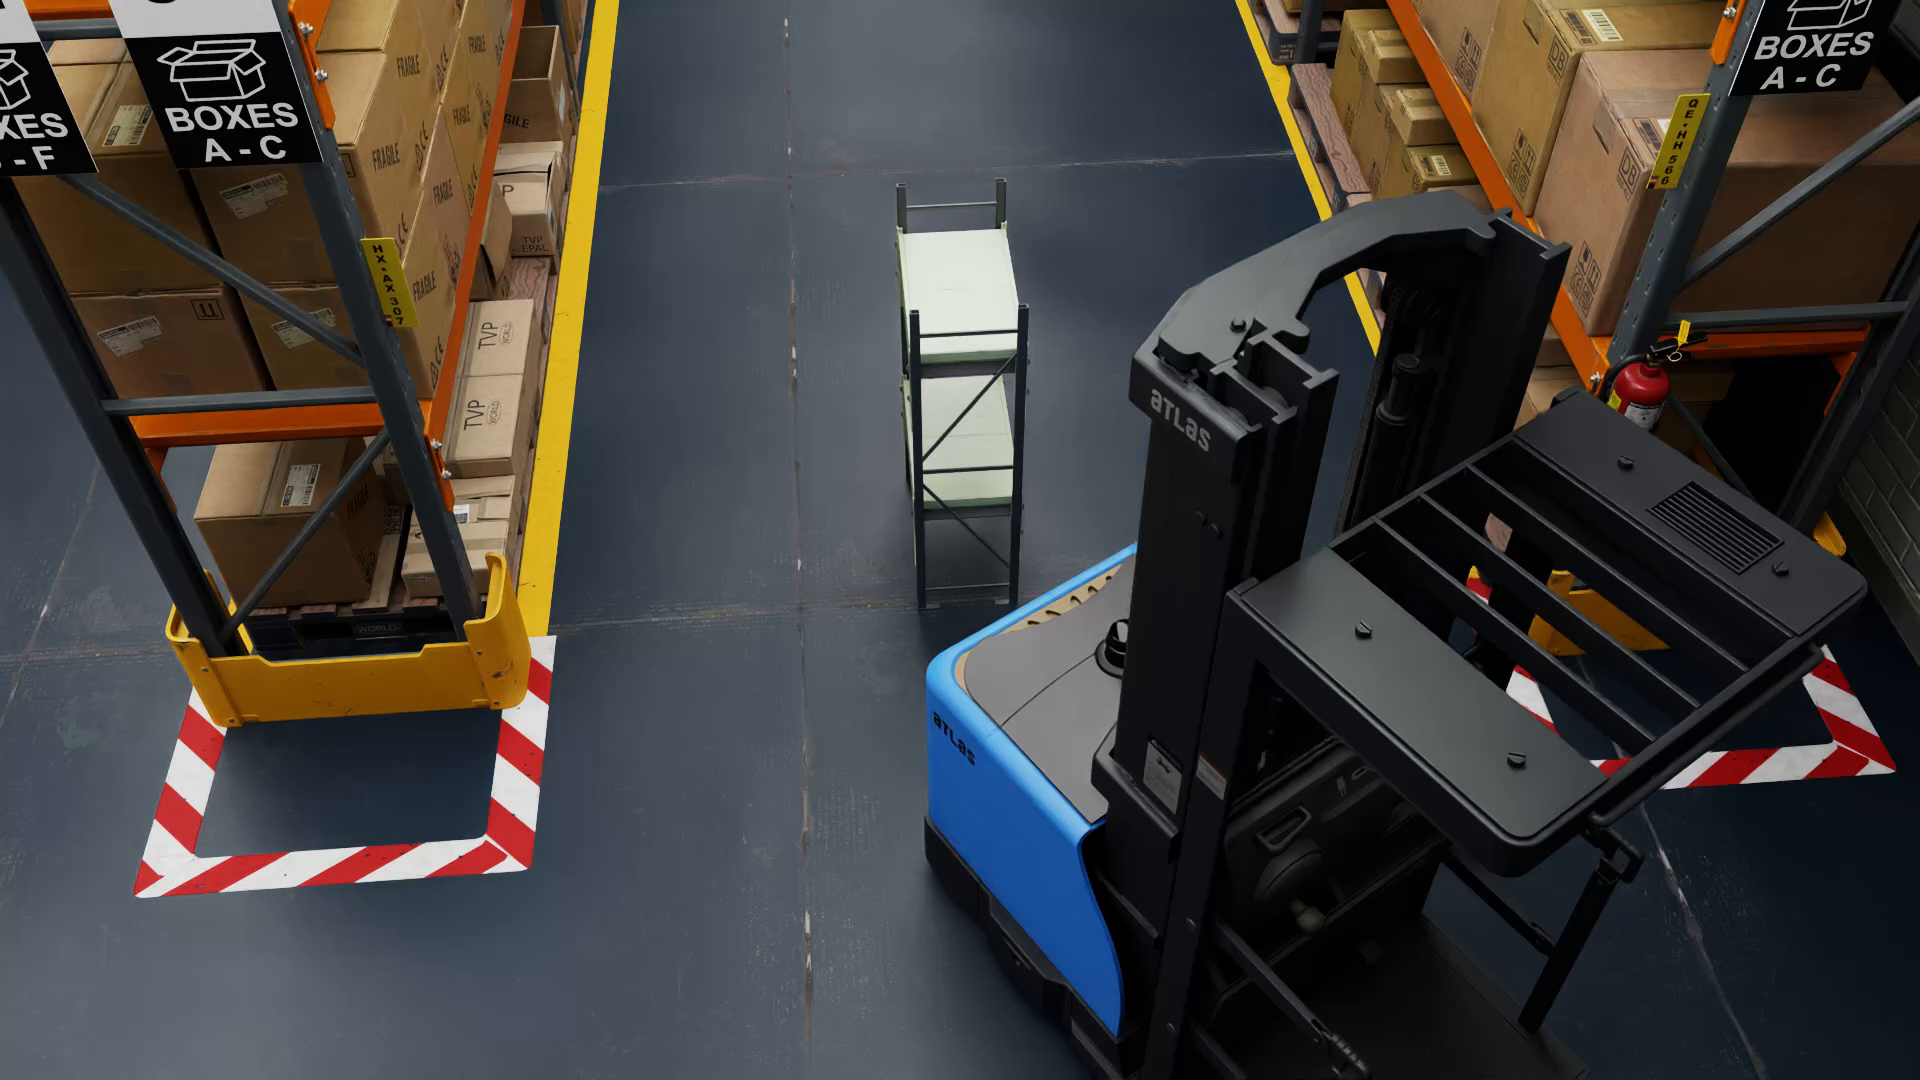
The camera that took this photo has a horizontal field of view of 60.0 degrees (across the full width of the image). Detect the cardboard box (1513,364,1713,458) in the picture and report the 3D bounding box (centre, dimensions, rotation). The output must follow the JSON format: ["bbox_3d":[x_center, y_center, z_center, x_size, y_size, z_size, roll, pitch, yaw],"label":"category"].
[{"bbox_3d":[2.540,-0.521,6.746,0.700,0.500,0.500,-3,47,-3],"label":"cardboard box"}]

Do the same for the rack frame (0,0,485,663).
[{"bbox_3d":[-2.237,-0.432,5.229,1.000,3.000,0.127,-3,47,-3],"label":"rack frame"}]

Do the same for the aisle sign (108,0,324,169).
[{"bbox_3d":[-1.939,-1.294,4.256,0.394,0.787,0.004,-3,47,-3],"label":"aisle sign"}]

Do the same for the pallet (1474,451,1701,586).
[{"bbox_3d":[2.554,-0.350,7.073,1.003,0.211,1.213,-3,47,-3],"label":"pallet"}]

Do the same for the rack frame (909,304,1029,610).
[{"bbox_3d":[0.030,-0.256,6.096,0.400,1.500,0.023,-3,47,-3],"label":"rack frame"}]

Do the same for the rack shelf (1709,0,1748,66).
[{"bbox_3d":[2.531,-2.967,6.060,1.077,0.370,4.000,-3,47,-3],"label":"rack shelf"}]

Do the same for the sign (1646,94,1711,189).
[{"bbox_3d":[2.157,-1.192,4.989,0.100,0.325,0.005,-3,47,-3],"label":"sign"}]

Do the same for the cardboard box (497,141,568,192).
[{"bbox_3d":[-2.151,-1.834,8.218,0.380,0.149,0.250,-3,47,-3],"label":"cardboard box"}]

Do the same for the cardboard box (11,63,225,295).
[{"bbox_3d":[-2.549,-1.115,5.119,0.500,0.500,0.500,-4,47,-4],"label":"cardboard box"}]

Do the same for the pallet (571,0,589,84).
[{"bbox_3d":[-2.678,-2.953,9.538,1.003,0.211,1.213,-3,47,-3],"label":"pallet"}]

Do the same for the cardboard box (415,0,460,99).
[{"bbox_3d":[-2.100,-1.887,5.850,0.500,0.500,0.500,-3,47,-3],"label":"cardboard box"}]

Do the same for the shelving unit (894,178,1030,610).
[{"bbox_3d":[-0.001,-0.521,6.347,0.431,1.500,0.755,-3,47,-3],"label":"shelving unit"}]

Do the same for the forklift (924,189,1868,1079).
[{"bbox_3d":[1.155,0.759,4.149,1.130,2.935,3.031,-28,53,-24],"label":"forklift"}]

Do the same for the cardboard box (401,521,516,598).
[{"bbox_3d":[-1.930,0.074,6.411,0.380,0.149,0.250,-3,47,-3],"label":"cardboard box"}]

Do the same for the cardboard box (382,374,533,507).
[{"bbox_3d":[-2.042,-0.410,6.799,0.500,0.250,0.500,-3,47,-3],"label":"cardboard box"}]

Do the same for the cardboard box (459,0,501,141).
[{"bbox_3d":[-2.140,-1.901,6.552,0.500,0.500,0.500,-3,47,-3],"label":"cardboard box"}]

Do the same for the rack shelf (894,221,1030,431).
[{"bbox_3d":[-0.001,-0.789,6.063,0.431,0.370,0.720,-3,47,-3],"label":"rack shelf"}]

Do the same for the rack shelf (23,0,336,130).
[{"bbox_3d":[-2.405,-2.663,5.772,1.077,0.370,4.000,-3,47,-3],"label":"rack shelf"}]

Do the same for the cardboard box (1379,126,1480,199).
[{"bbox_3d":[2.404,-1.632,7.798,0.700,0.500,0.500,-3,47,-2],"label":"cardboard box"}]

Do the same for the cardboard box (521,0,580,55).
[{"bbox_3d":[-2.370,-2.982,9.064,0.500,0.500,0.500,-5,47,-5],"label":"cardboard box"}]

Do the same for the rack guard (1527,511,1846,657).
[{"bbox_3d":[2.701,0.141,6.408,1.175,0.500,0.348,-3,47,-3],"label":"rack guard"}]

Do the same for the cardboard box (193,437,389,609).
[{"bbox_3d":[-2.528,-0.102,6.336,0.500,0.500,0.500,-3,47,-3],"label":"cardboard box"}]

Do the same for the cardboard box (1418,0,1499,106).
[{"bbox_3d":[2.519,-2.285,6.778,0.980,0.700,0.700,-6,47,-5],"label":"cardboard box"}]

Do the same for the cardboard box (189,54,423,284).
[{"bbox_3d":[-2.012,-1.147,5.149,0.500,0.500,0.500,-2,47,-2],"label":"cardboard box"}]

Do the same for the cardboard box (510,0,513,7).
[{"bbox_3d":[-2.230,-2.641,7.253,0.500,0.500,0.500,-2,47,-2],"label":"cardboard box"}]

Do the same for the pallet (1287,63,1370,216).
[{"bbox_3d":[2.349,-2.116,8.745,1.003,0.211,1.213,-3,47,-3],"label":"pallet"}]

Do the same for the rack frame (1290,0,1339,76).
[{"bbox_3d":[2.364,-3.629,8.258,1.000,3.000,0.127,-3,47,-3],"label":"rack frame"}]

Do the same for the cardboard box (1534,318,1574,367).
[{"bbox_3d":[2.348,-0.826,6.588,0.380,0.149,0.250,-4,47,-4],"label":"cardboard box"}]

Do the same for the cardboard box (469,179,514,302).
[{"bbox_3d":[-2.410,-1.260,7.430,0.797,0.503,0.637,-3,47,-3],"label":"cardboard box"}]

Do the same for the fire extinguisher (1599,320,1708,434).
[{"bbox_3d":[2.251,-0.443,5.551,0.296,0.674,0.183,-3,47,-3],"label":"fire extinguisher"}]

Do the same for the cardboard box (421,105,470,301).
[{"bbox_3d":[-2.060,-1.176,5.865,0.500,0.500,0.500,-4,47,-4],"label":"cardboard box"}]

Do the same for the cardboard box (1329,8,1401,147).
[{"bbox_3d":[2.324,-2.367,8.495,0.700,0.500,0.500,-3,47,-3],"label":"cardboard box"}]

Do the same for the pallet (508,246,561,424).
[{"bbox_3d":[-2.411,-0.985,7.674,1.003,0.211,1.213,-3,47,-3],"label":"pallet"}]

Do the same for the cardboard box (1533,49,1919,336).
[{"bbox_3d":[2.646,-1.207,5.757,0.980,0.700,0.700,-2,47,-1],"label":"cardboard box"}]

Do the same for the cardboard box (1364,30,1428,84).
[{"bbox_3d":[2.171,-2.331,8.014,0.380,0.149,0.250,-2,47,-2],"label":"cardboard box"}]
